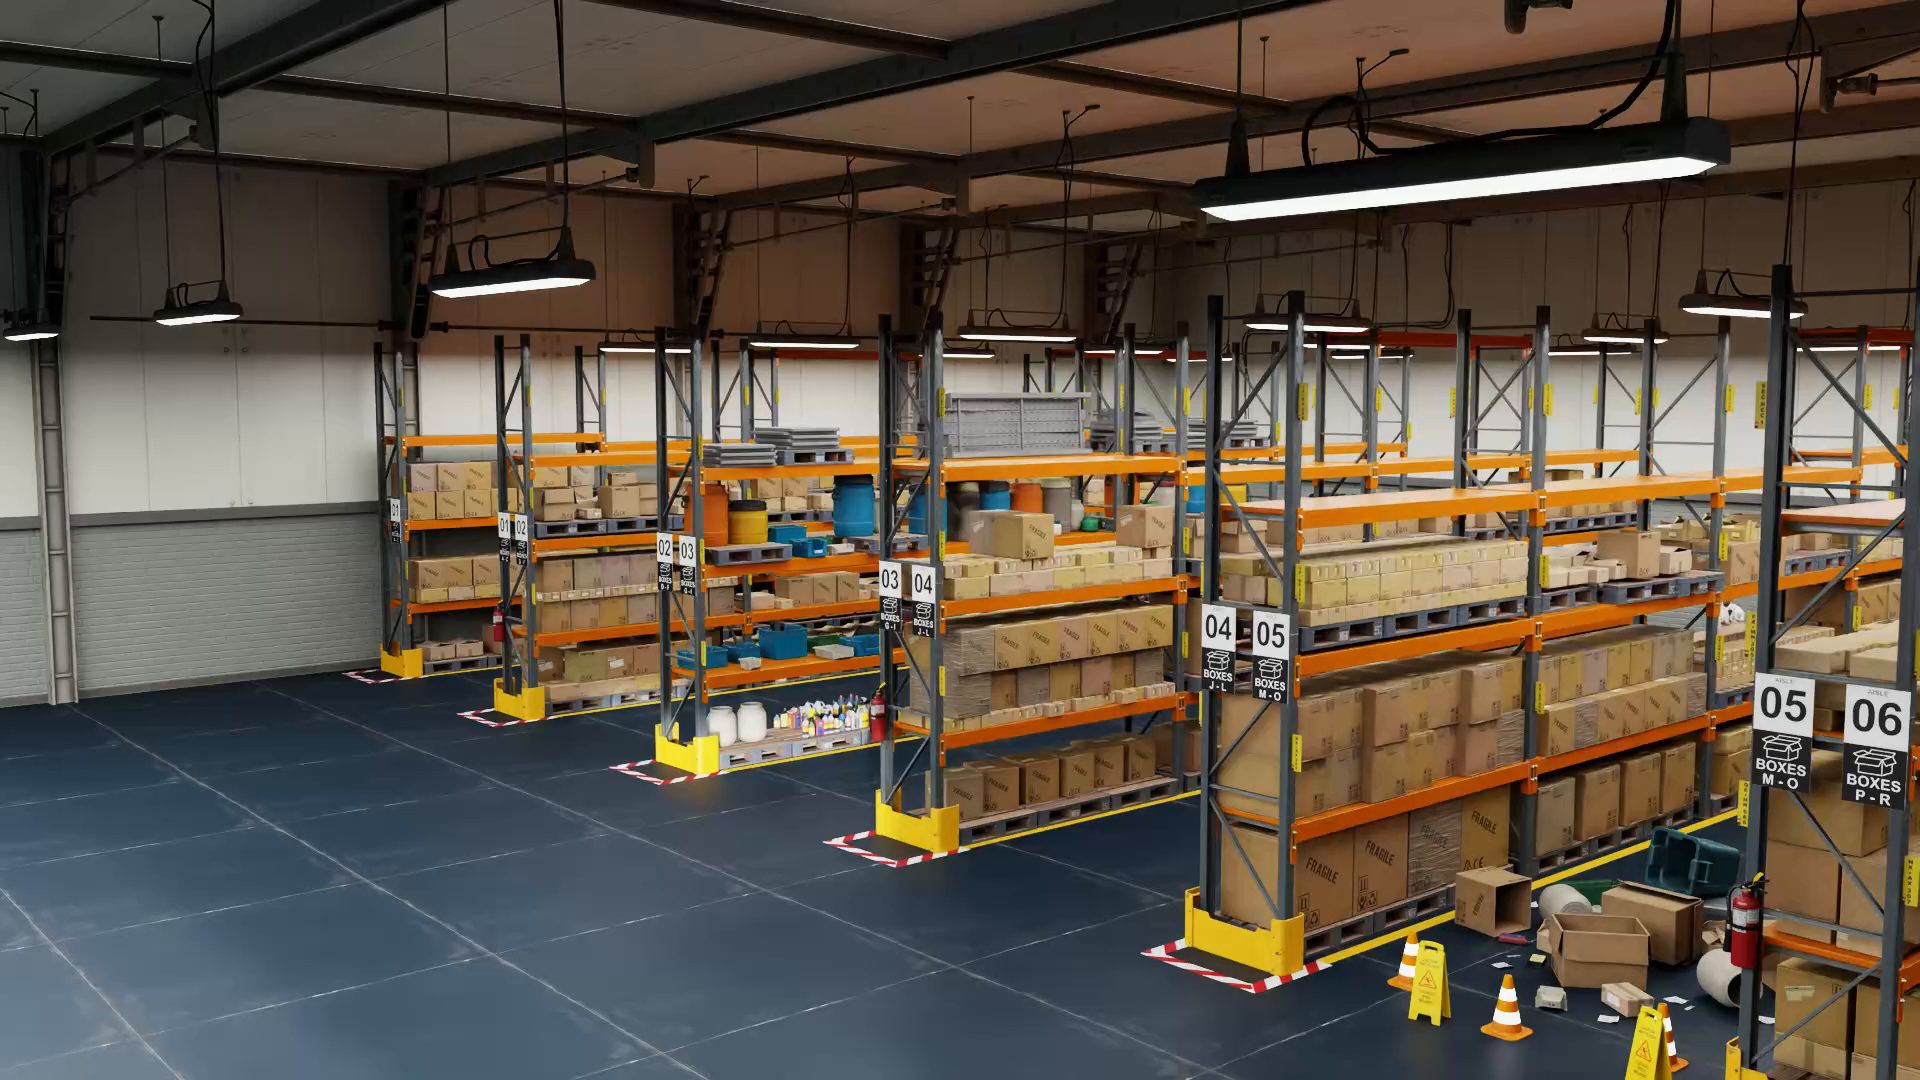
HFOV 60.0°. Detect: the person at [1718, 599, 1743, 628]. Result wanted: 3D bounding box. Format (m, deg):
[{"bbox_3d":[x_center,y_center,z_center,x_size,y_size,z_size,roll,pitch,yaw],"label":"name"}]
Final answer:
[{"bbox_3d":[13.279,1.716,28.813,0.563,1.725,0.826,4,7,38],"label":"person"}]
